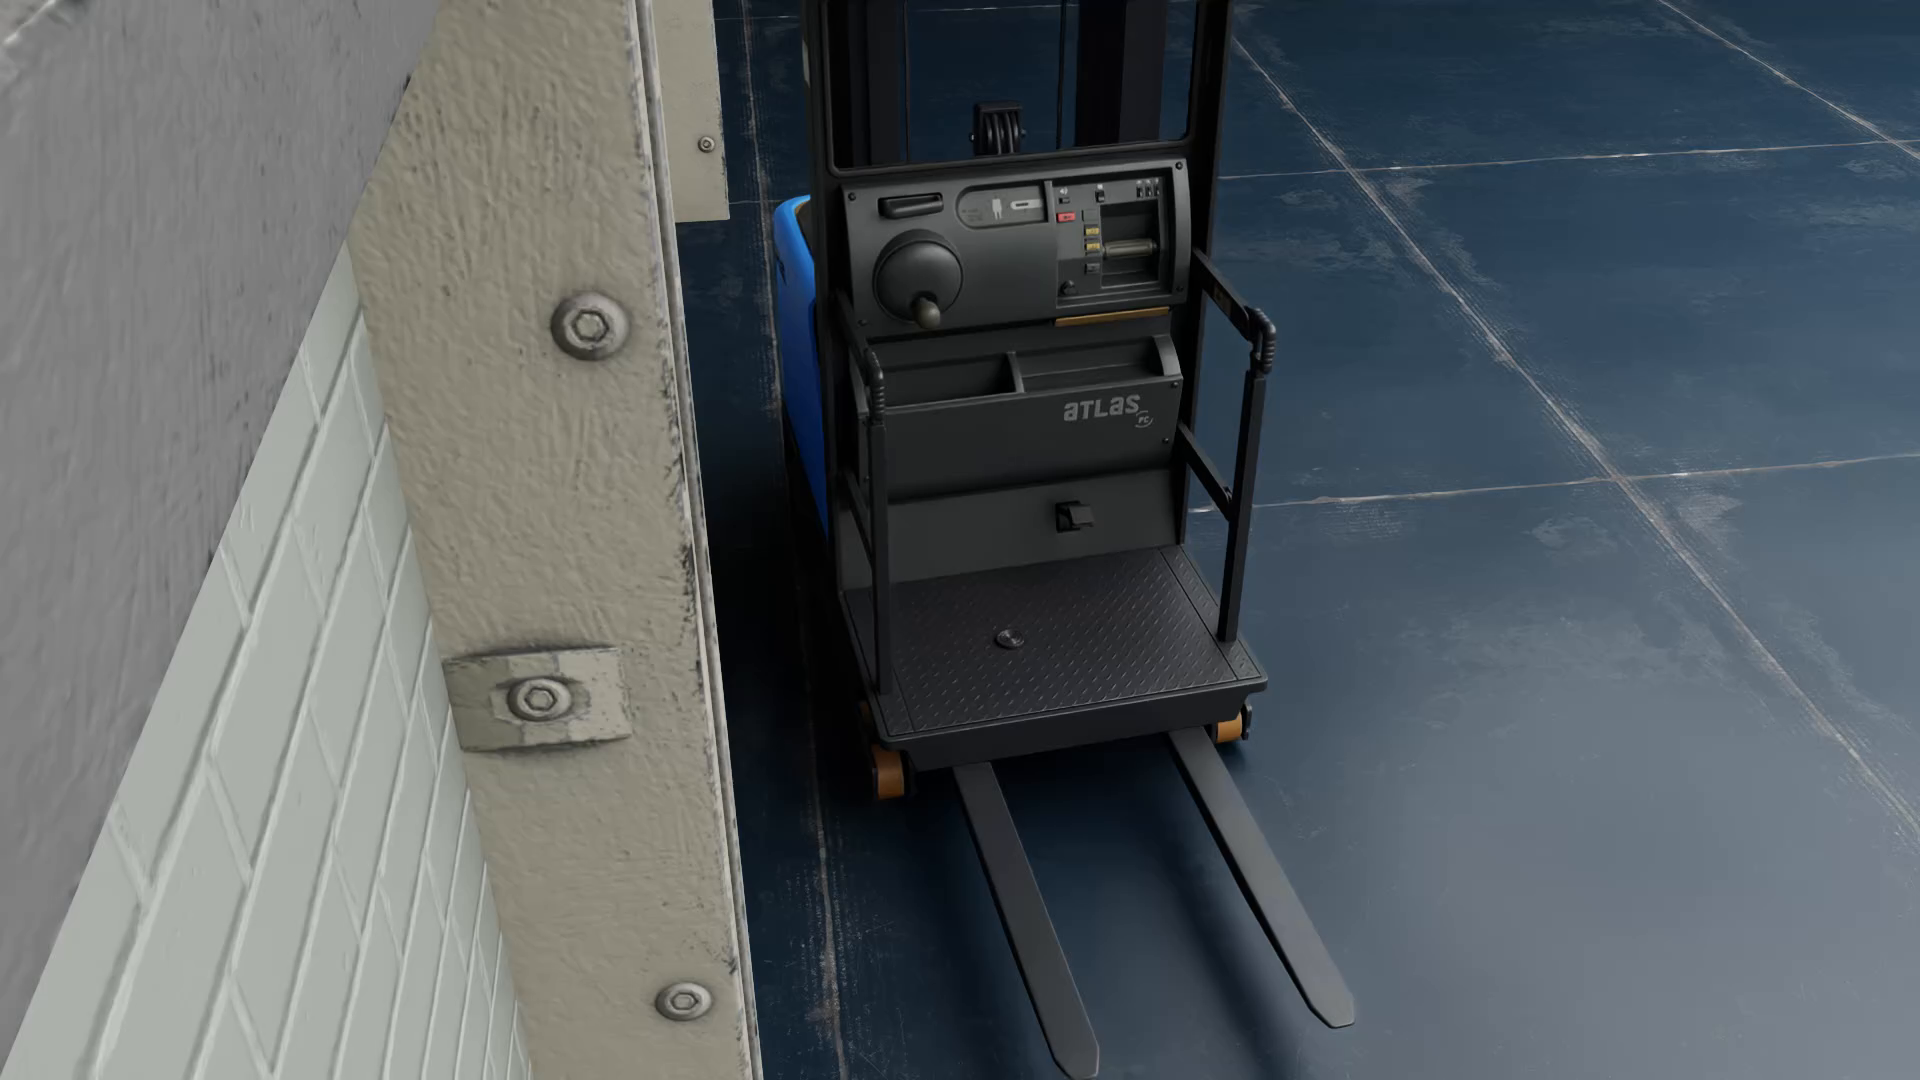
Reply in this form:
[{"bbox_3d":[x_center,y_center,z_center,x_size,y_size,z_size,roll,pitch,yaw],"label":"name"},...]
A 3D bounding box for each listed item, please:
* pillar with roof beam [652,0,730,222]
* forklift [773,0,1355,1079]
[{"bbox_3d":[2.975,-5.690,6.108,9.100,9.000,0.400,-4,35,-6],"label":"pillar with roof beam"},{"bbox_3d":[0.212,-0.720,4.204,1.130,2.935,3.031,-8,35,-11],"label":"forklift"}]
